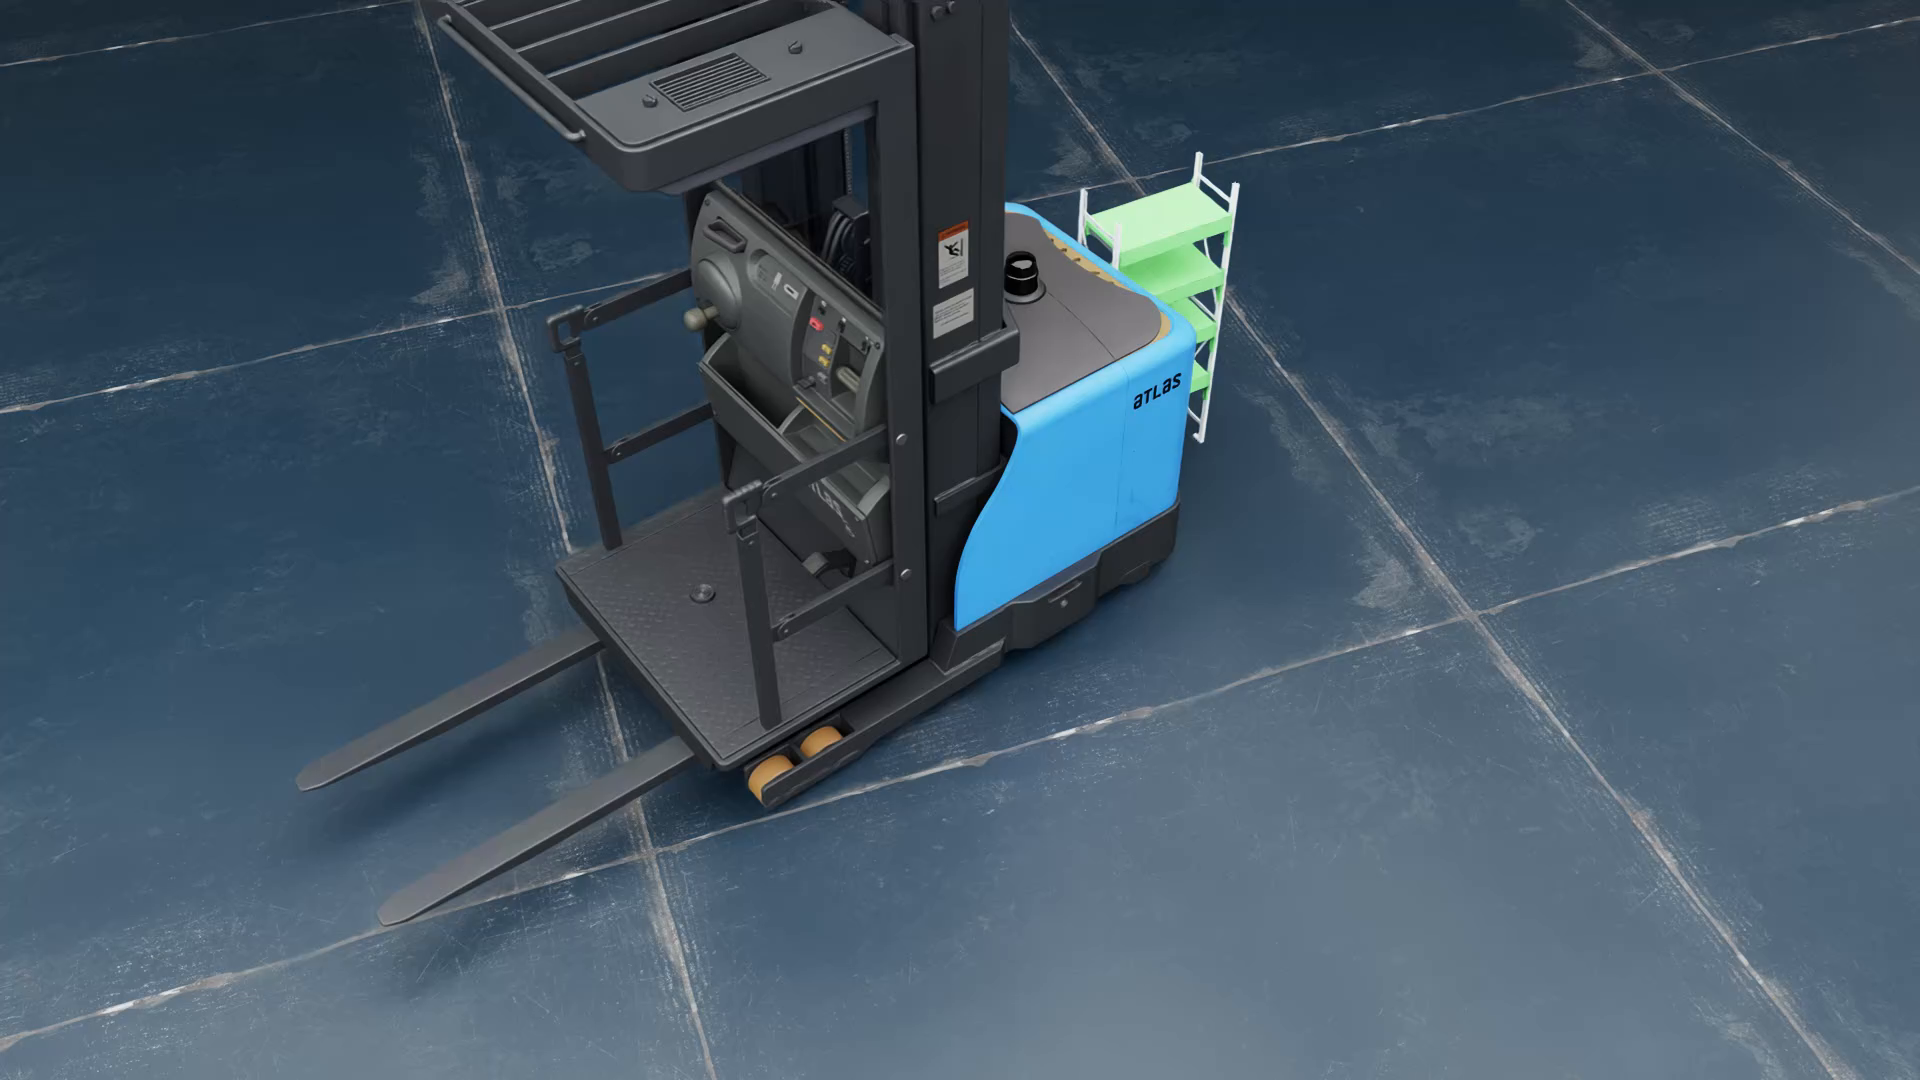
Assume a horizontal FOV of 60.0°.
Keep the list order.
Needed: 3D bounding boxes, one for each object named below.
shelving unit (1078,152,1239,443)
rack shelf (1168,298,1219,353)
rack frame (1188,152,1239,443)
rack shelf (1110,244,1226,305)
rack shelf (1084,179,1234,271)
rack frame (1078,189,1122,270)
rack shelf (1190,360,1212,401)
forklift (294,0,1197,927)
[{"bbox_3d":[0.696,-0.802,6.202,0.503,1.200,0.258,-22,49,-20],"label":"shelving unit"},{"bbox_3d":[0.696,-0.757,6.247,0.480,0.148,0.258,-22,49,-20],"label":"rack shelf"},{"bbox_3d":[0.908,-0.887,6.287,0.015,1.200,0.240,-22,49,-20],"label":"rack frame"},{"bbox_3d":[0.696,-0.926,6.077,0.480,0.148,0.258,-22,49,-20],"label":"rack shelf"},{"bbox_3d":[0.696,-1.095,5.907,0.480,0.148,0.258,-22,49,-20],"label":"rack shelf"},{"bbox_3d":[0.483,-0.717,6.117,0.015,1.200,0.240,-22,49,-20],"label":"rack frame"},{"bbox_3d":[0.696,-0.587,6.417,0.480,0.148,0.258,-22,49,-20],"label":"rack shelf"},{"bbox_3d":[-0.681,-0.601,4.780,3.031,2.935,1.130,-29,52,-26],"label":"forklift"}]
